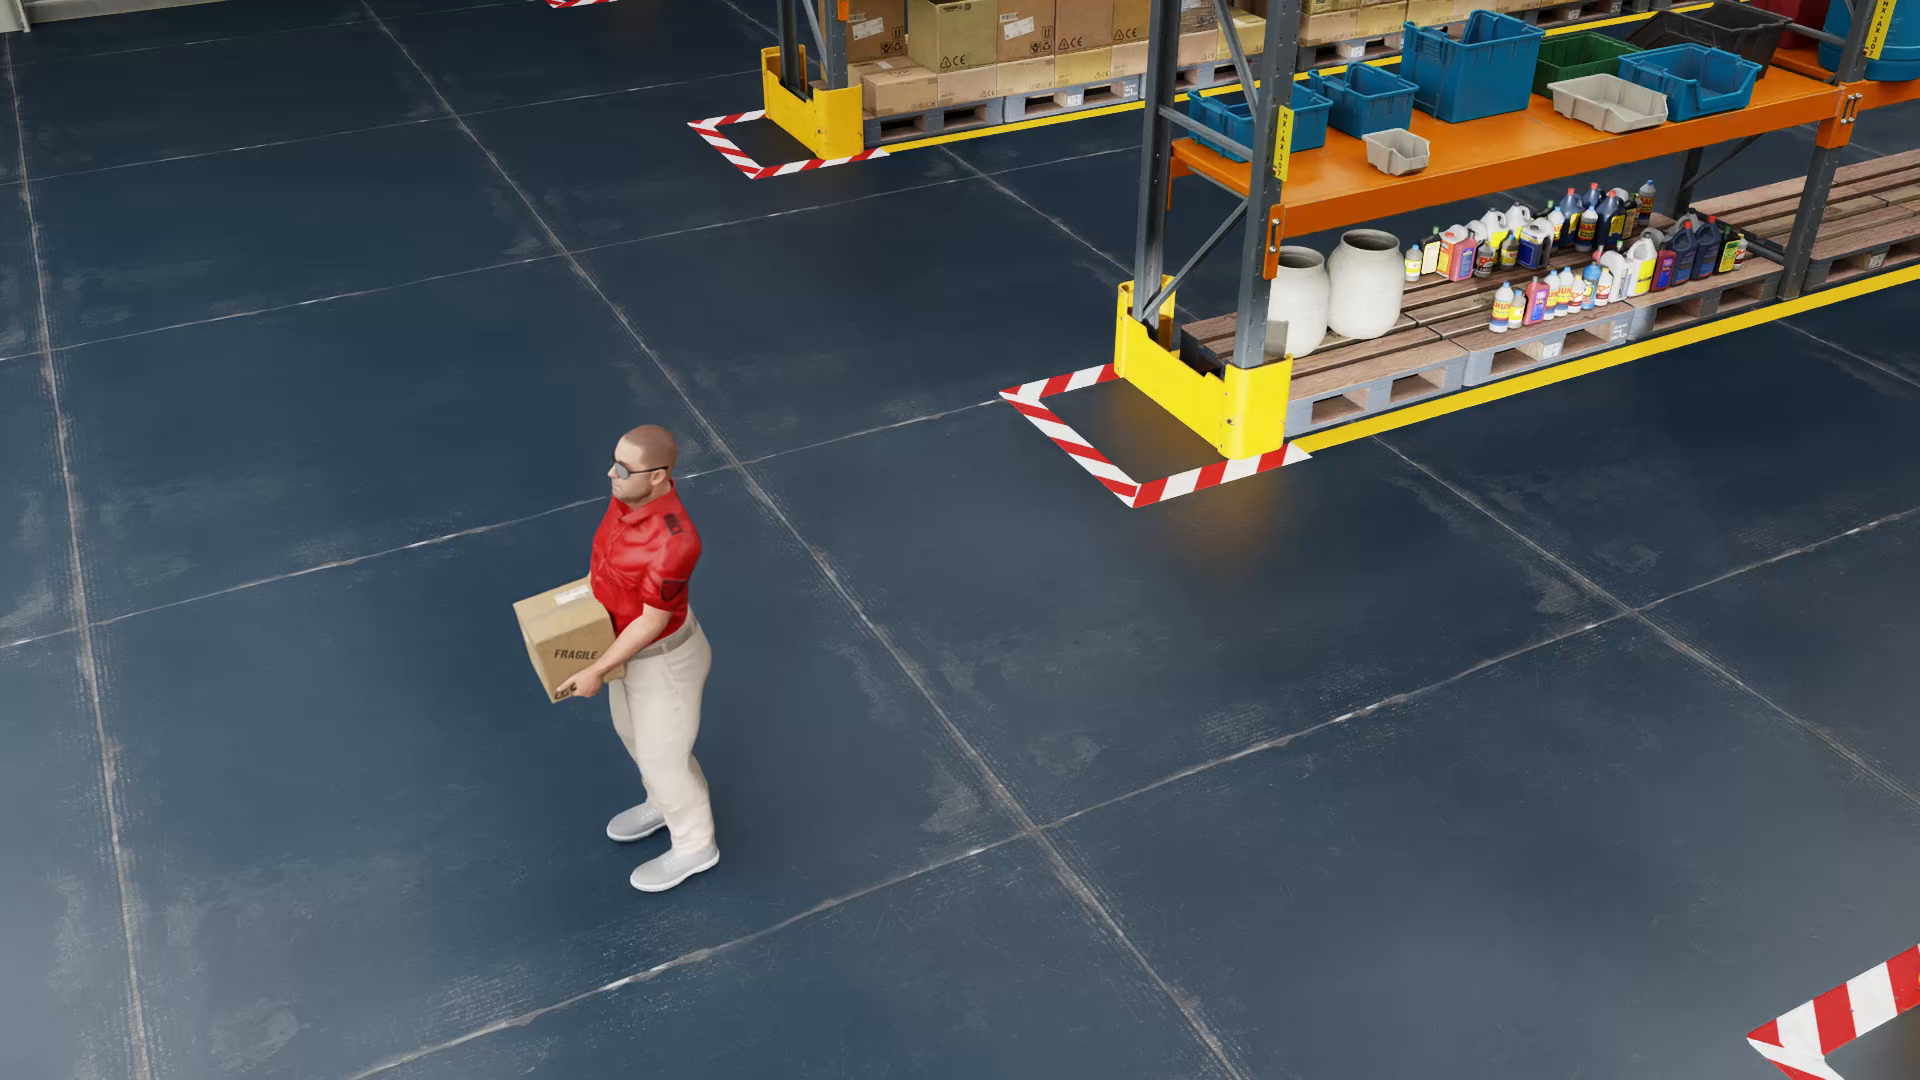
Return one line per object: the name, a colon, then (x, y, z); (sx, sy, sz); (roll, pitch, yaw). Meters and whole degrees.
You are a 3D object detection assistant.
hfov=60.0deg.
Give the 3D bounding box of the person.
person: (-1.036, 0.392, 5.544); (0.391, 1.727, 0.606); (-18, 37, -26)
